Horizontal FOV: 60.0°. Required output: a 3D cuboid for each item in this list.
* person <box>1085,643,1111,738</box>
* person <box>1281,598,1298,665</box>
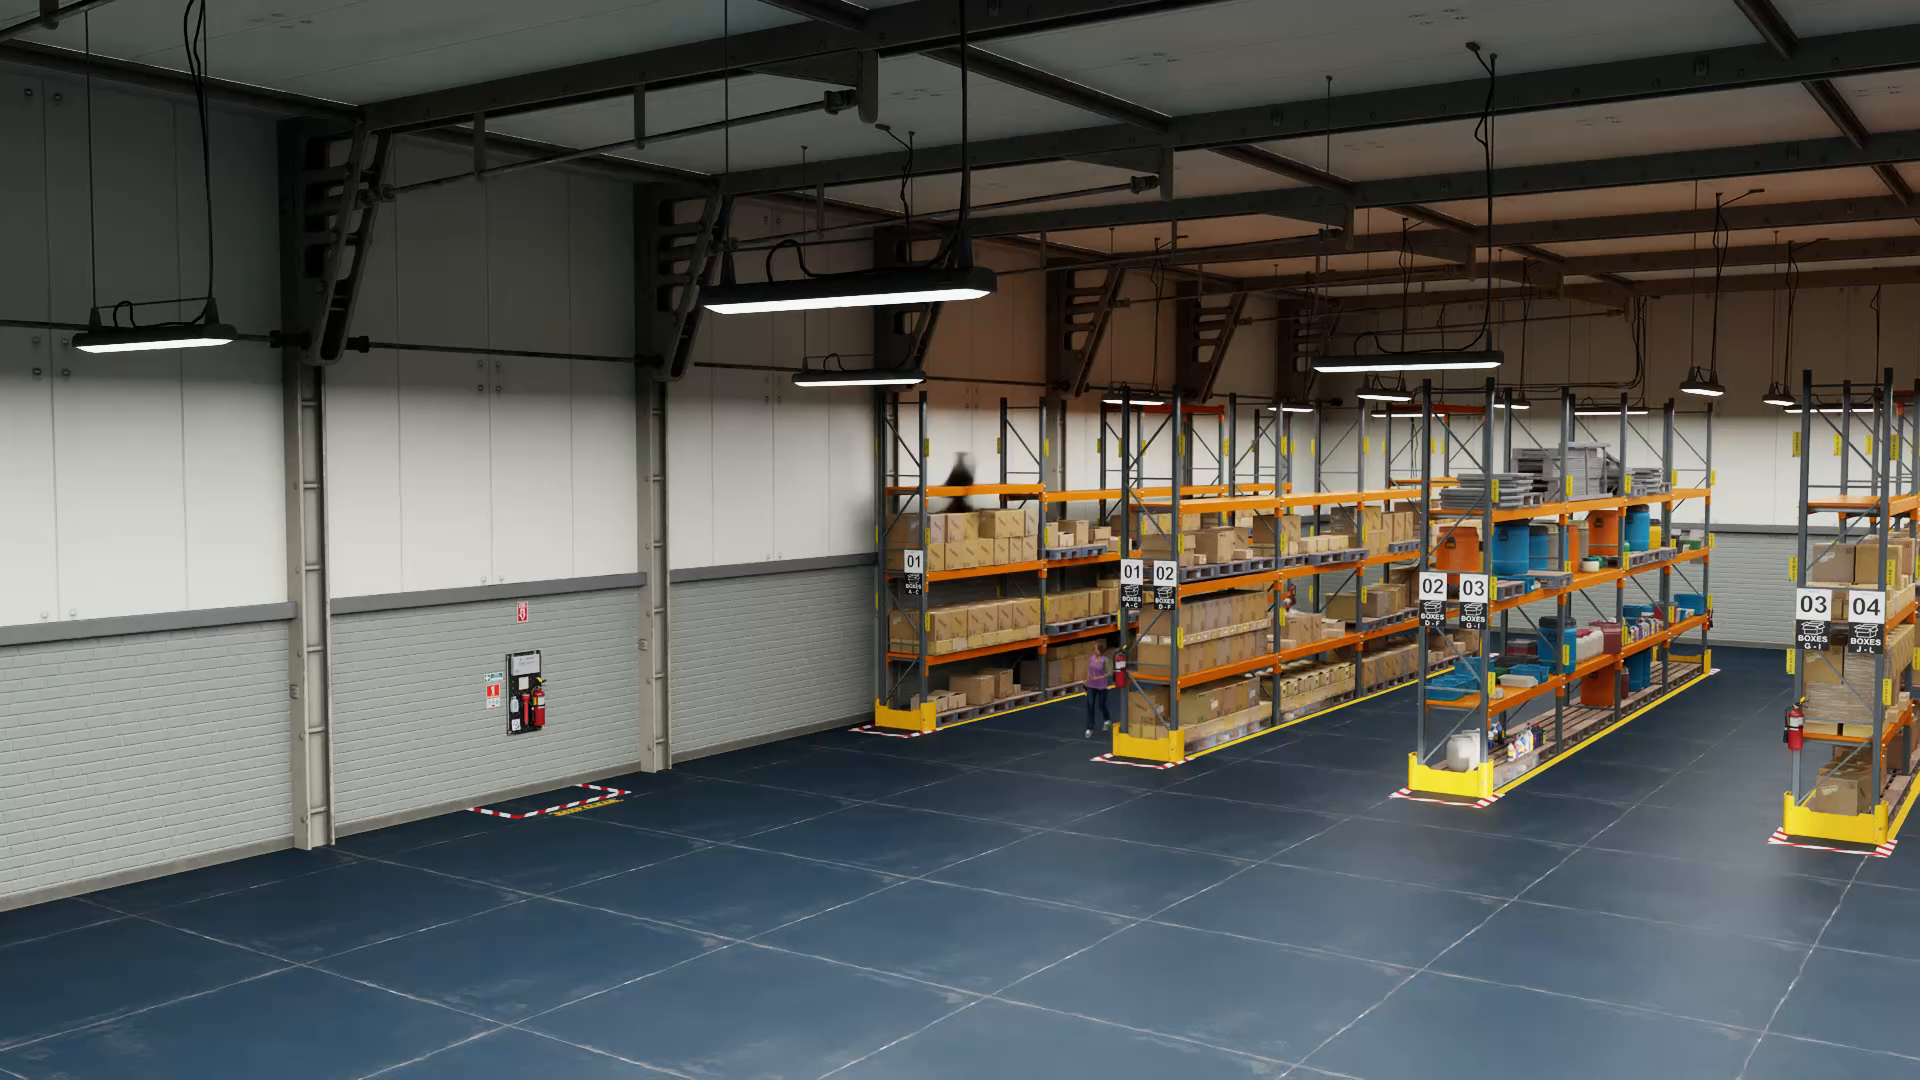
[{"bbox_3d":[2.404,2.592,28.888,0.524,1.579,0.858,2,4,26],"label":"person"},{"bbox_3d":[7.287,2.140,36.854,0.596,1.702,0.722,2,4,31],"label":"person"}]
